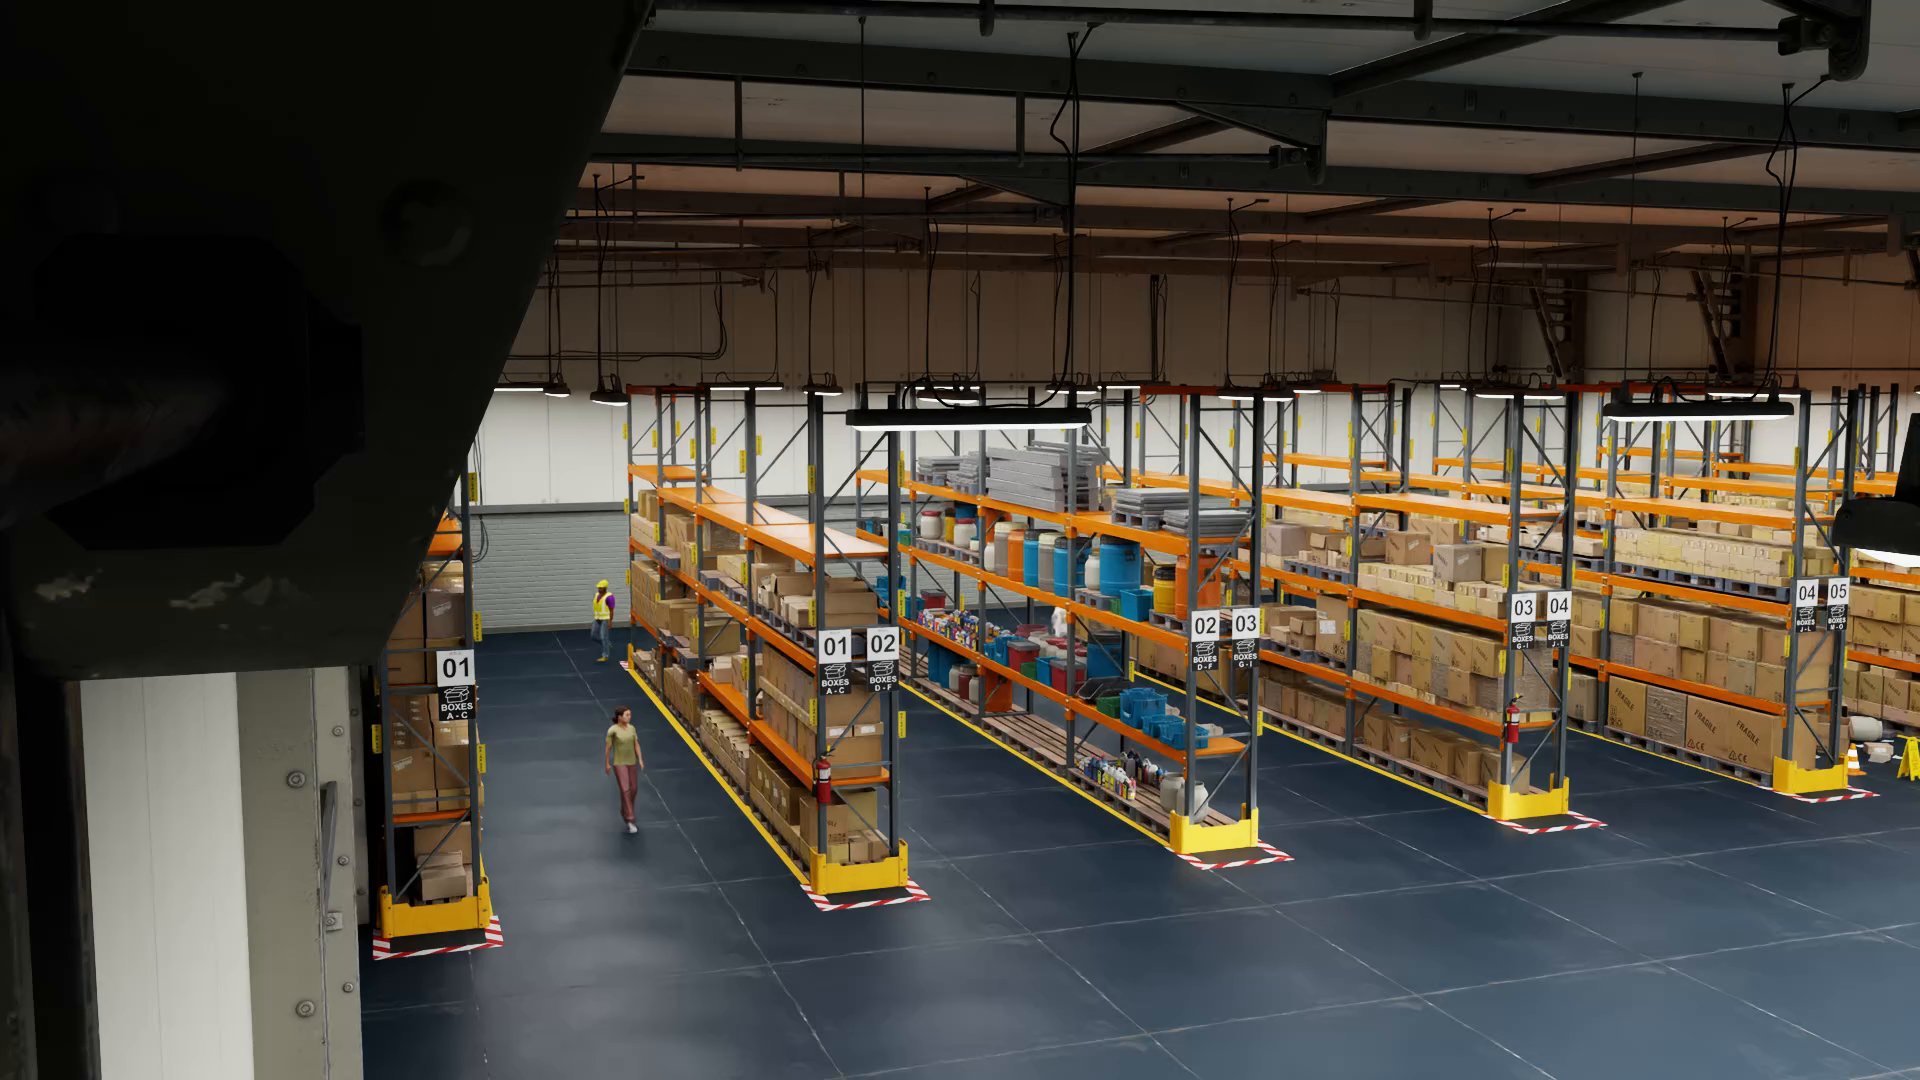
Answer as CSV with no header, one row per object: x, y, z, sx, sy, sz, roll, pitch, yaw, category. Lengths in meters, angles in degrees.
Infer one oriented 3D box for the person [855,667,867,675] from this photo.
-1.788,2.555,28.760,0.425,1.595,1.087,-4,7,-36,person

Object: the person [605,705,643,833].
-4.572,3.143,23.017,0.472,1.663,0.762,-5,8,-42,person

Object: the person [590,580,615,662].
-7.702,1.730,35.948,0.579,1.759,0.557,4,7,32,person

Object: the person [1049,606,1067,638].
2.095,1.977,34.236,0.447,1.622,0.507,6,8,43,person
